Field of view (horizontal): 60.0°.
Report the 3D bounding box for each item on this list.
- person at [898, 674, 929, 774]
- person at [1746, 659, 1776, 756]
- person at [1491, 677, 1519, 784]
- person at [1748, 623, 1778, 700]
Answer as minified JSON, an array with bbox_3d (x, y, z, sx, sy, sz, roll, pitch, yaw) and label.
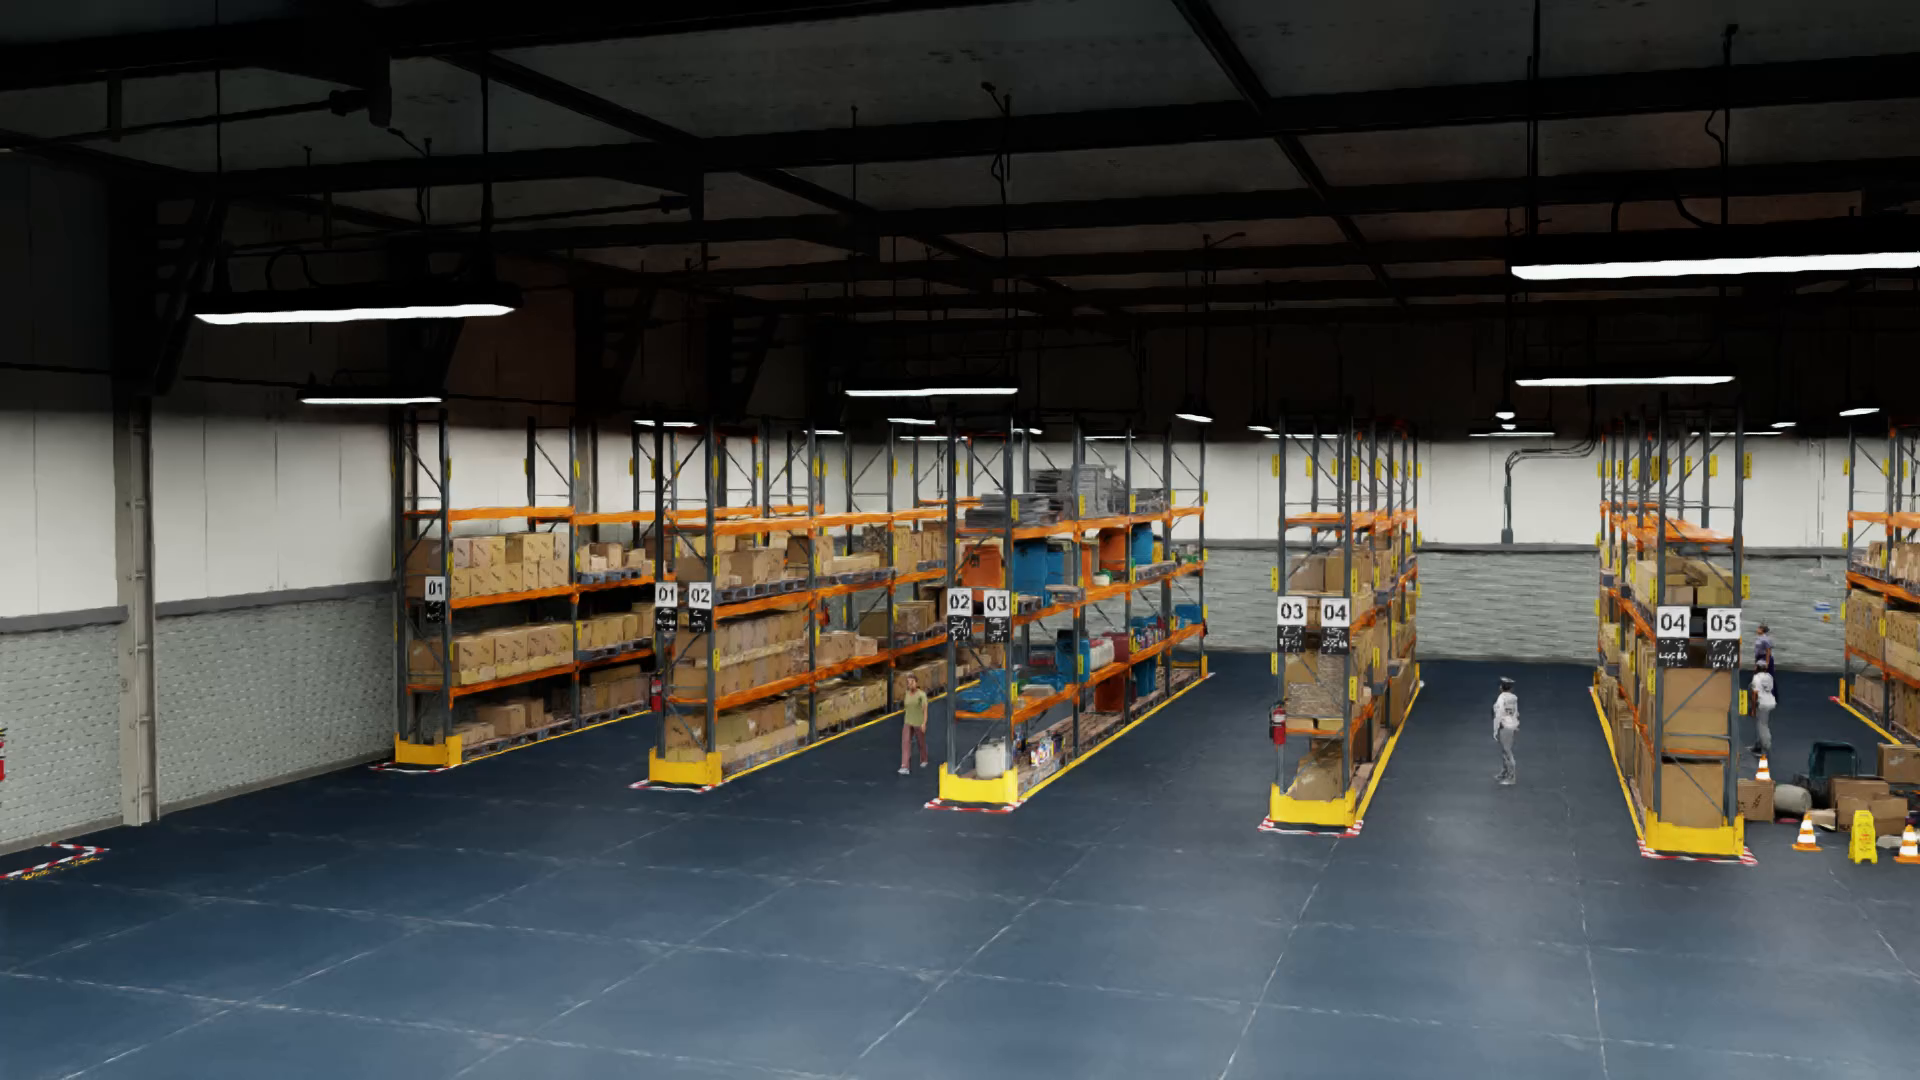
[{"bbox_3d":[-0.736,3.016,27.375,0.458,1.612,1.010,1,3,18],"label":"person"},{"bbox_3d":[13.987,2.916,29.086,0.598,1.653,0.554,-2,3,-40],"label":"person"},{"bbox_3d":[8.675,3.017,26.488,0.572,1.664,0.537,-2,3,-42],"label":"person"},{"bbox_3d":[17.473,2.633,36.124,0.527,1.643,0.612,0,2,5],"label":"person"}]
